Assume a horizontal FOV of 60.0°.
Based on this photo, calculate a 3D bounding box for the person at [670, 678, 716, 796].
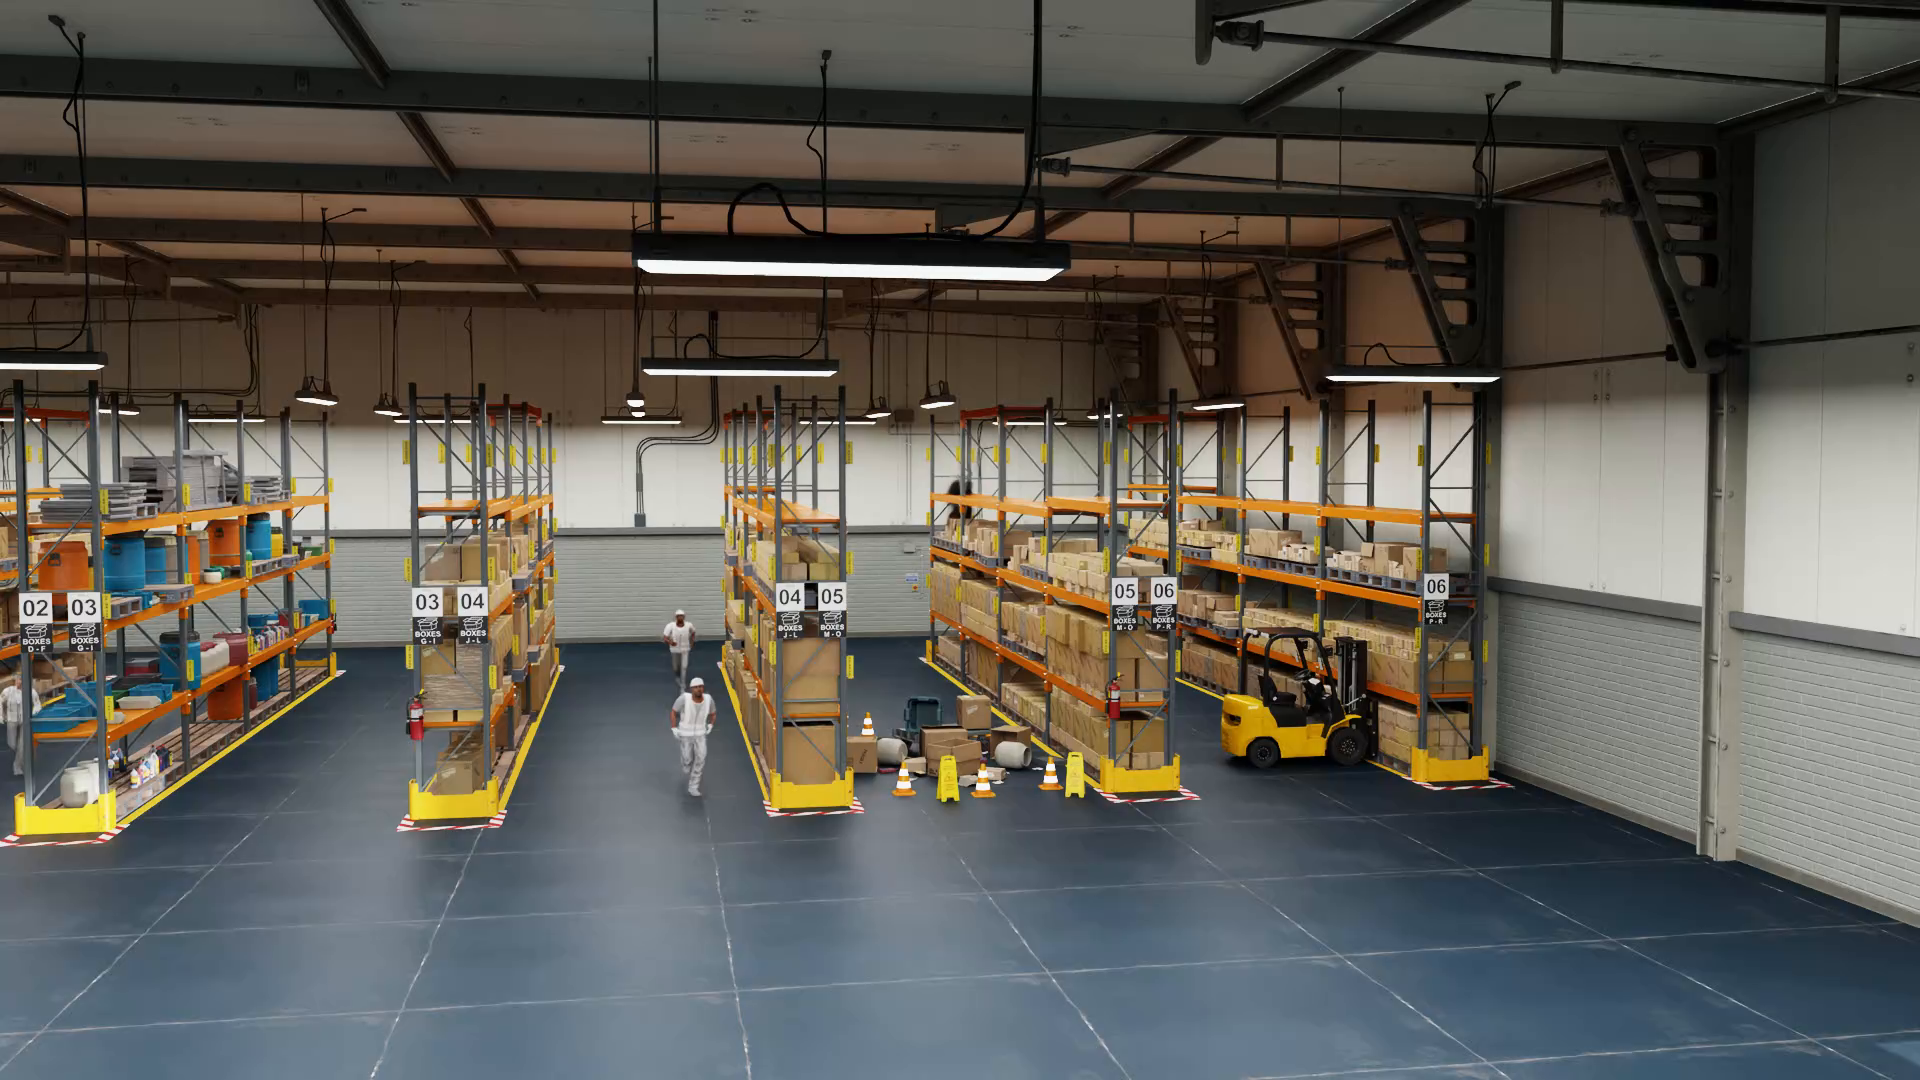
[{"bbox_3d":[-3.976,2.897,24.787,0.699,1.745,0.786,-1,3,-21],"label":"person"}]

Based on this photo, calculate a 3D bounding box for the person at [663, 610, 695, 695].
[{"bbox_3d":[-5.930,2.352,35.063,0.663,1.773,1.109,0,3,-5],"label":"person"}]

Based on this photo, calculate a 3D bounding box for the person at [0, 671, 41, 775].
[{"bbox_3d":[-14.849,2.870,26.232,0.653,1.650,0.641,-1,3,-20],"label":"person"}]
